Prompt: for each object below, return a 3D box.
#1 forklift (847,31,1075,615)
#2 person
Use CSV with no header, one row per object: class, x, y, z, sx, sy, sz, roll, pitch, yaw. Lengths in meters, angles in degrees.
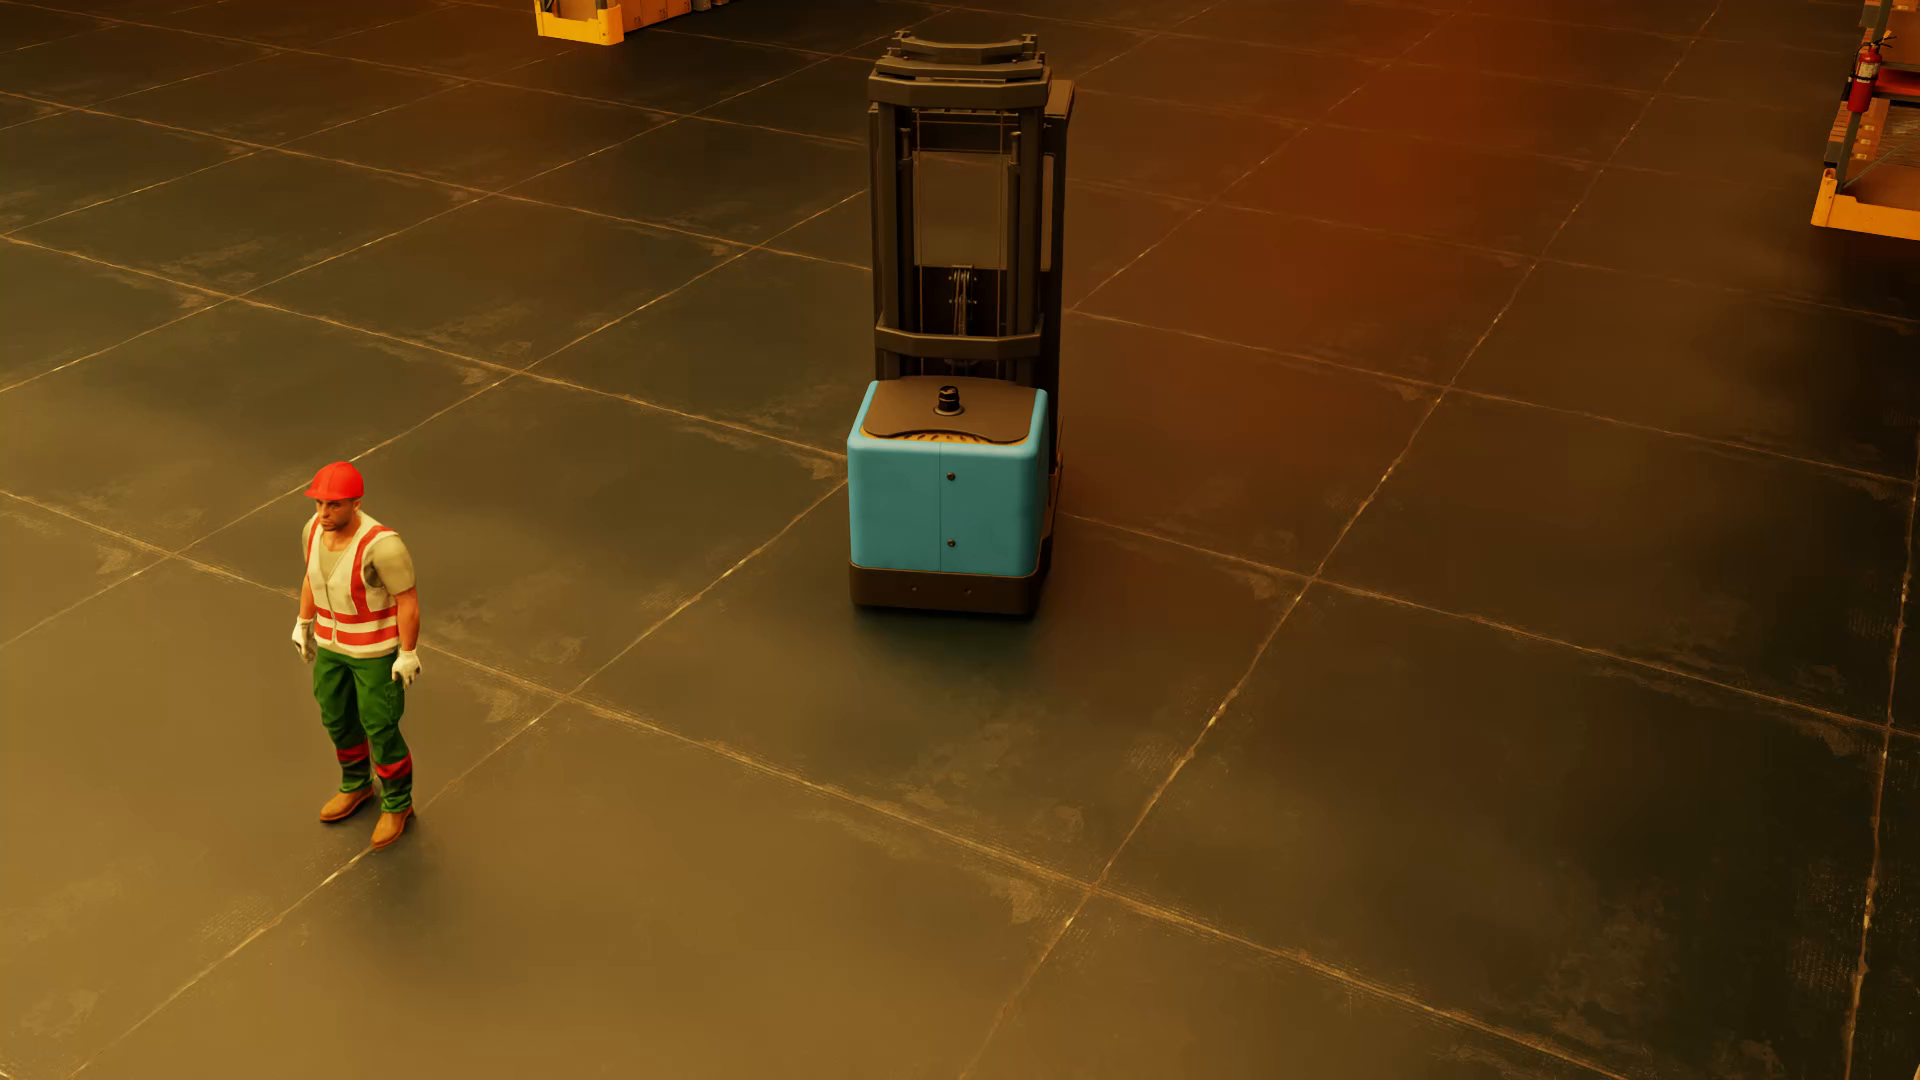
forklift,0.072,-1.572,9.794,1.130,2.935,3.031,3,30,6
person,-2.702,0.494,7.373,0.633,1.804,0.483,13,32,21
